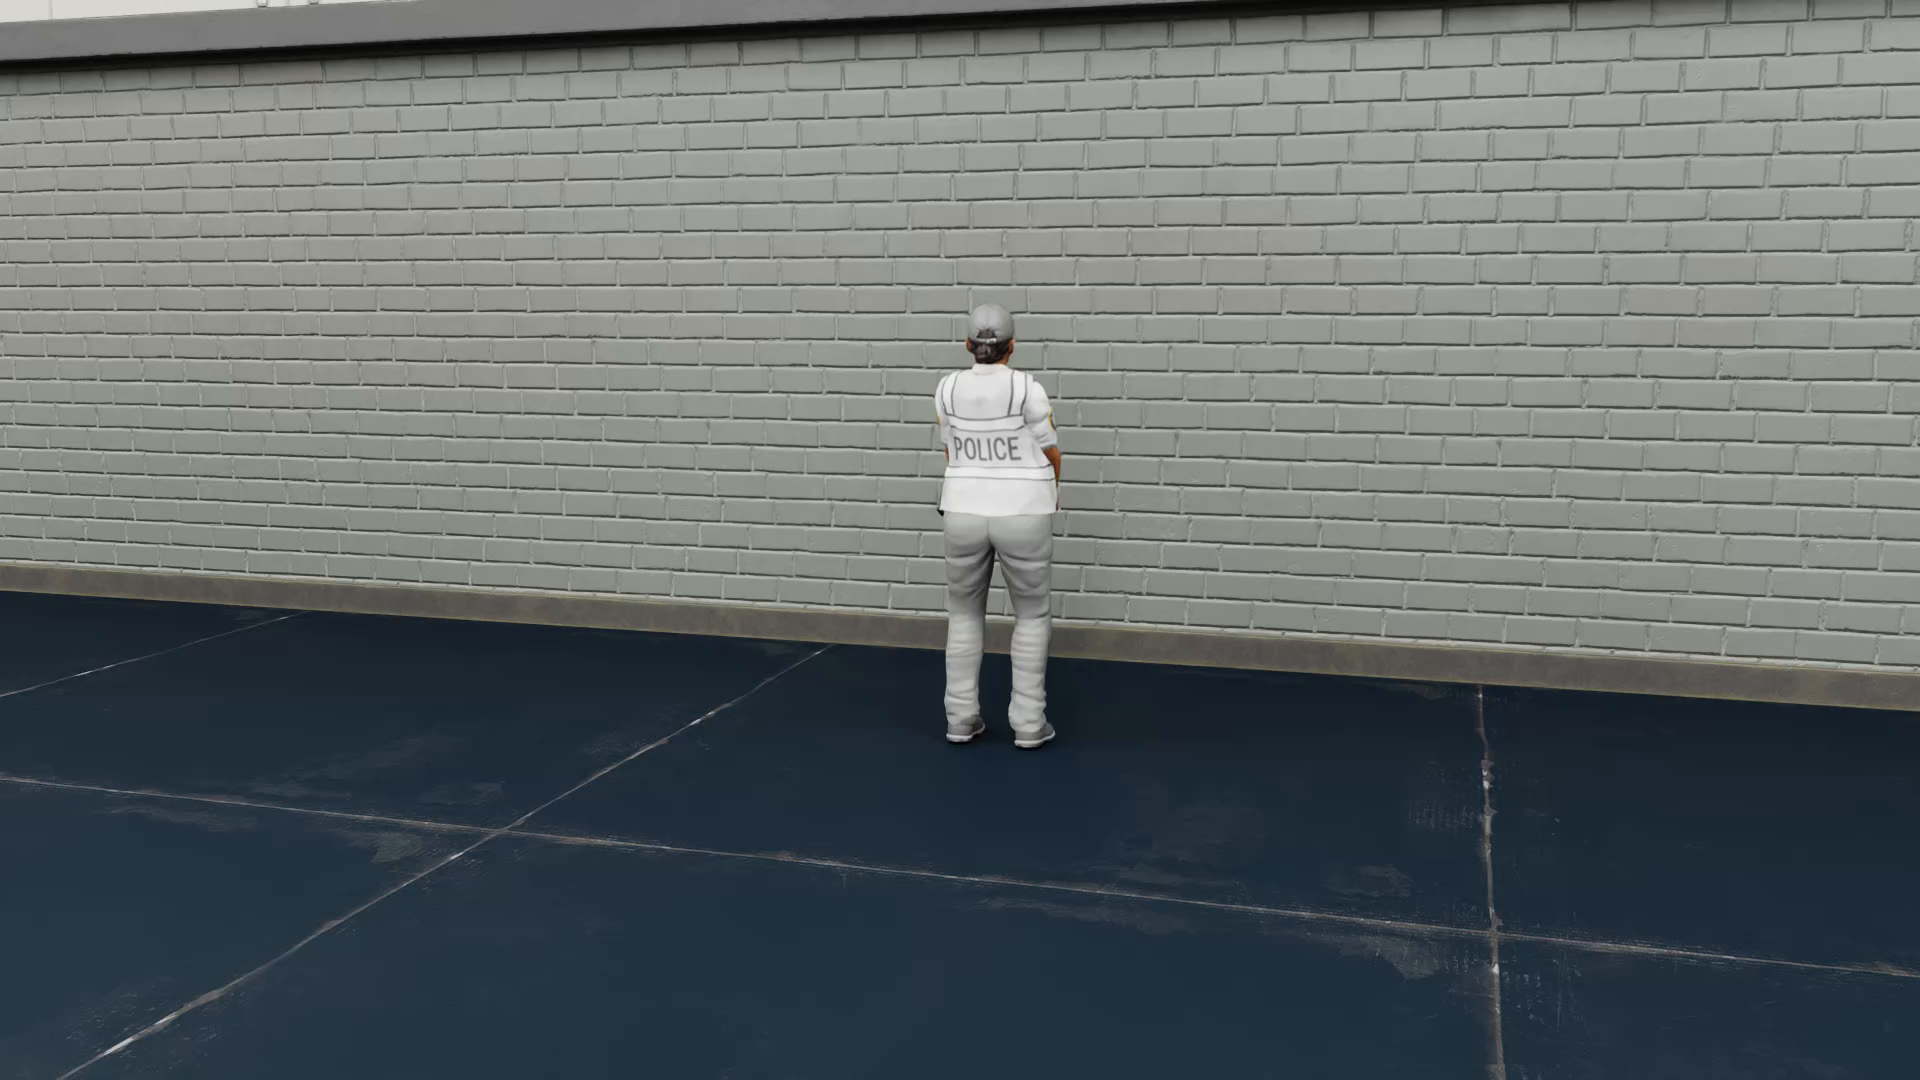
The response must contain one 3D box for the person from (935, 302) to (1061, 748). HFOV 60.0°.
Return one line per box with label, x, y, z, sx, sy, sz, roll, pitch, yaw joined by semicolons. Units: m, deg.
person;0.161;-0.063;6.291;0.455;1.657;0.541;3;9;17
